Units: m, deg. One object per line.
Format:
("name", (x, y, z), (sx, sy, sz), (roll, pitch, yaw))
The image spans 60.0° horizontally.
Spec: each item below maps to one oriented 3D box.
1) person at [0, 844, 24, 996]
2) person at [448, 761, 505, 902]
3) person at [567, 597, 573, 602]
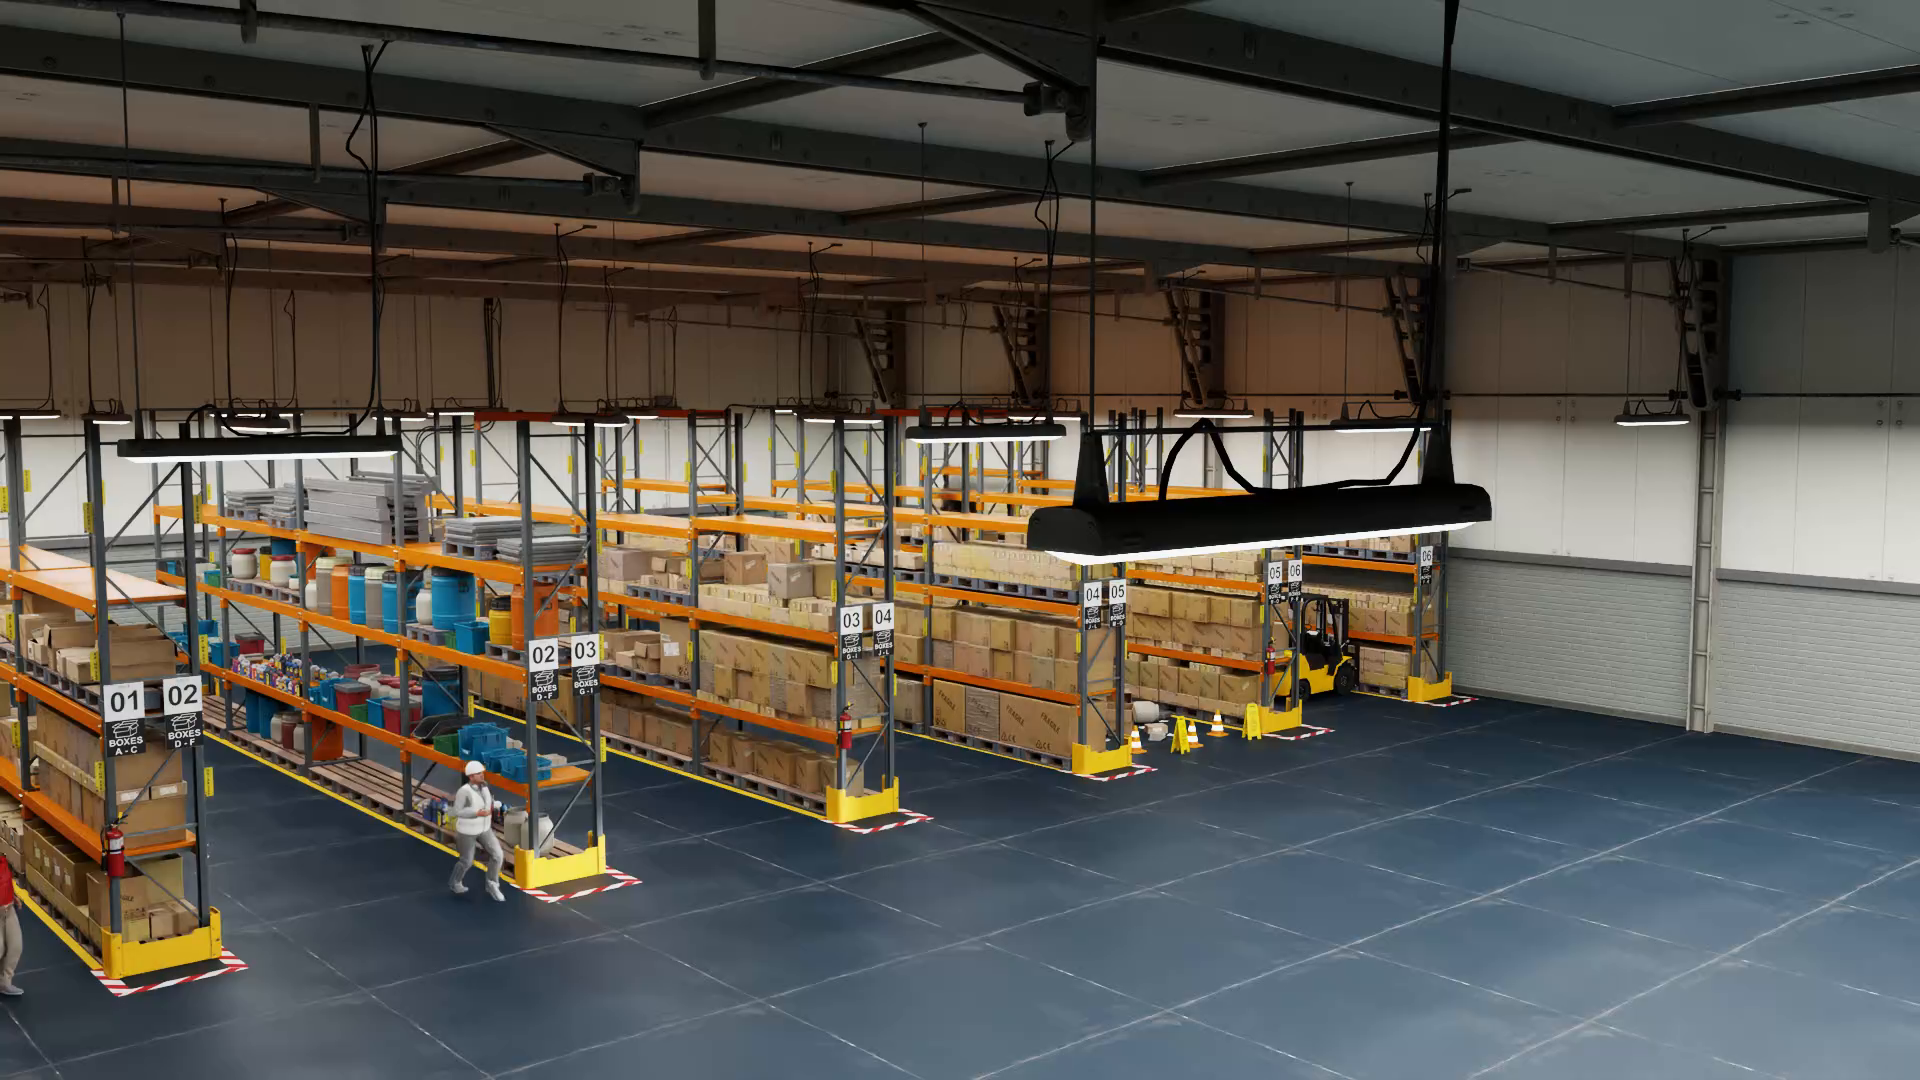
("person", (-10.231, 3.956, 17.549), (0.713, 1.691, 0.667), (1, 5, 15))
("person", (-6.078, 3.639, 20.761), (0.819, 1.807, 0.680), (3, 6, 30))
("person", (-9.101, 2.127, 38.692), (0.644, 1.622, 0.662), (-2, 6, -26))
